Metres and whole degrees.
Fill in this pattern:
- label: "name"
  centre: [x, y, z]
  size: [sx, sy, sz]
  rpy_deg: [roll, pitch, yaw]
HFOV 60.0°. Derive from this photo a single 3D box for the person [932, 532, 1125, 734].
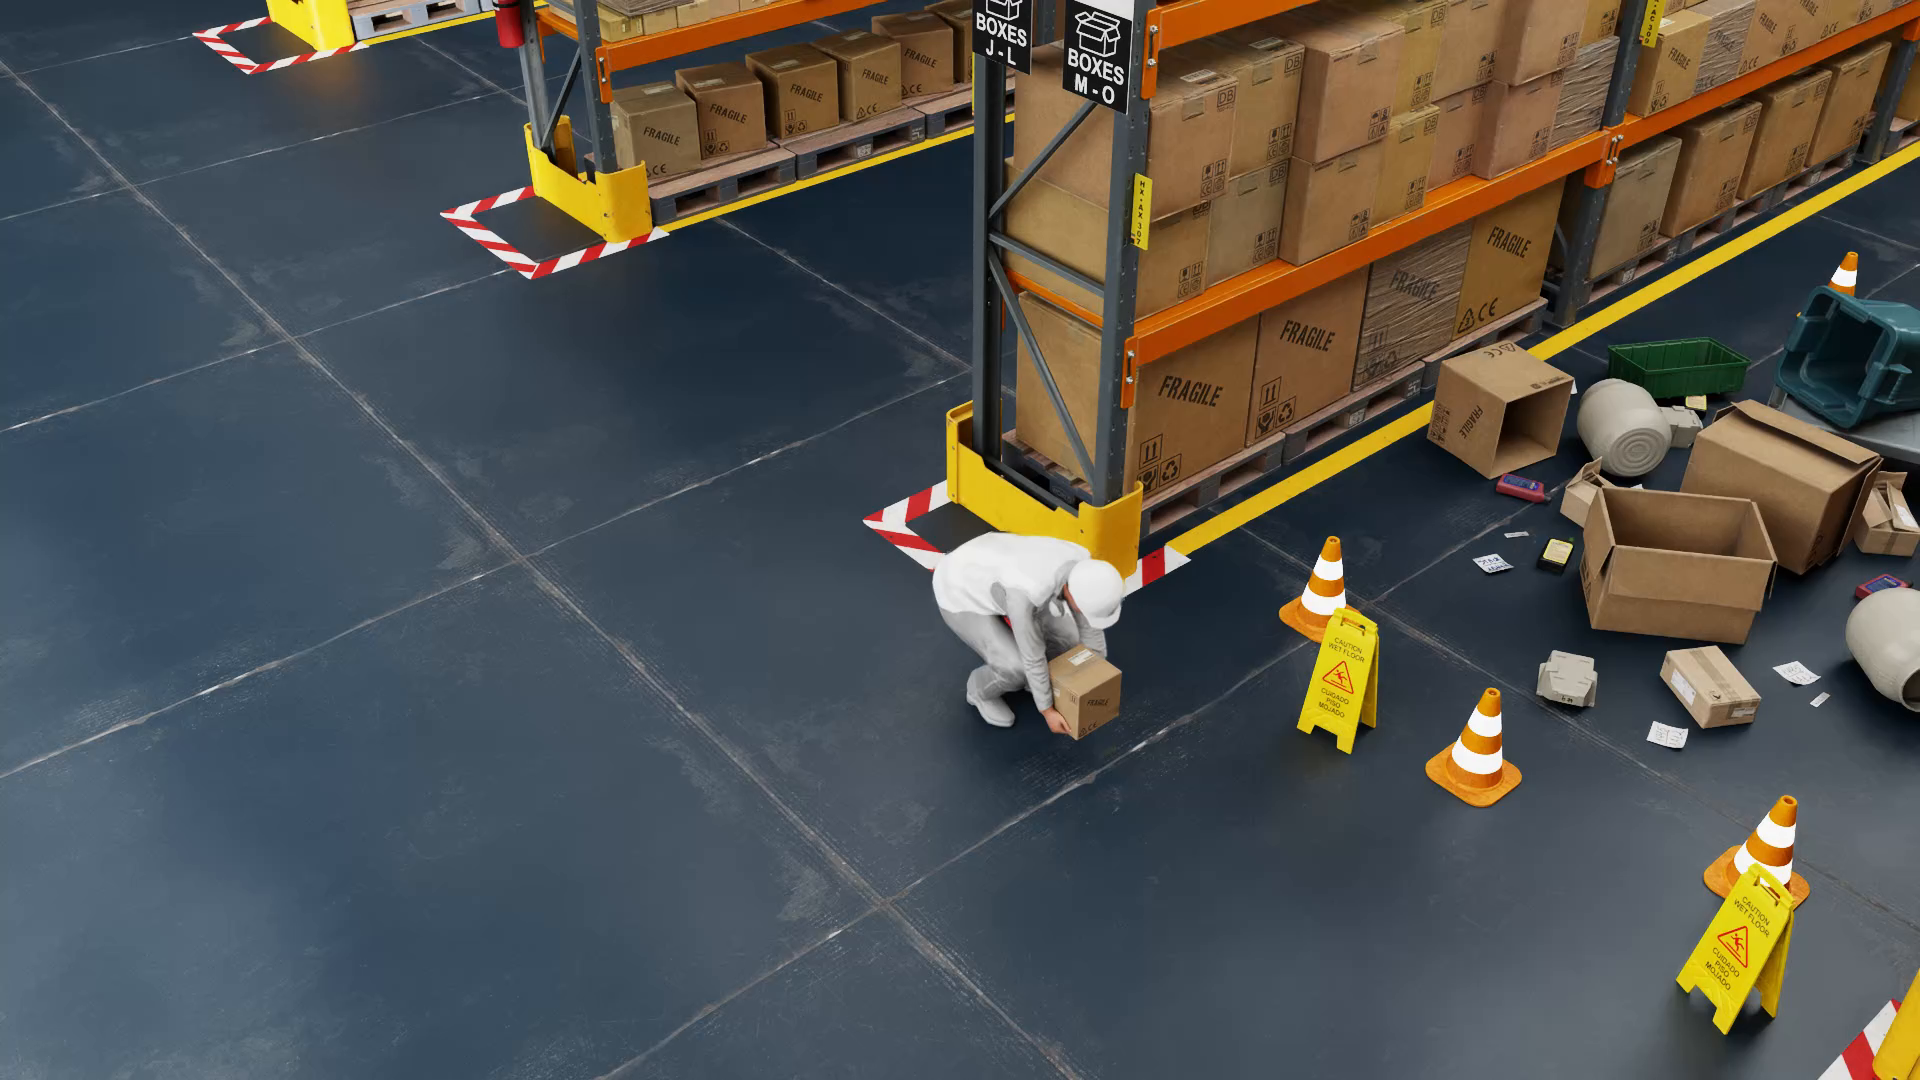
- label: "person"
  centre: [0.304, 0.364, 7.222]
  size: [0.500, 0.997, 0.934]
  rpy_deg: [-27, 44, -33]
